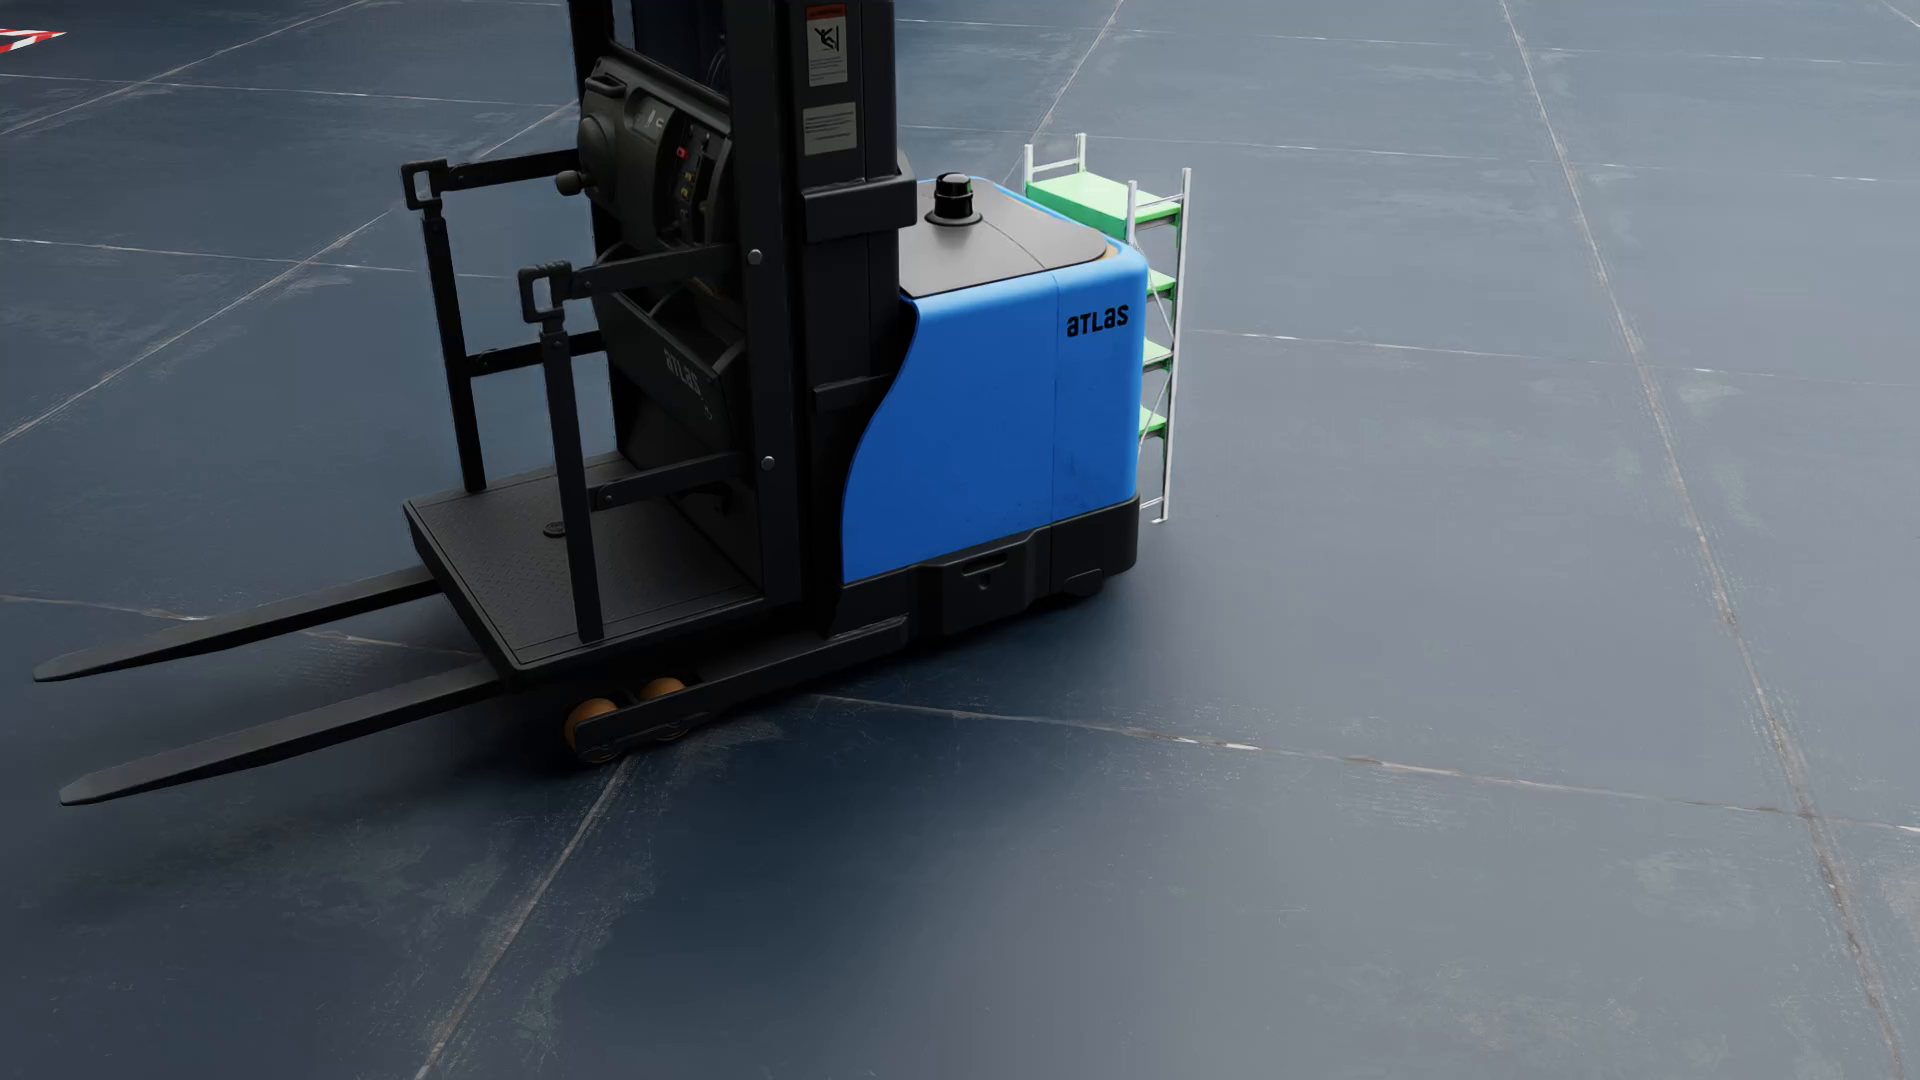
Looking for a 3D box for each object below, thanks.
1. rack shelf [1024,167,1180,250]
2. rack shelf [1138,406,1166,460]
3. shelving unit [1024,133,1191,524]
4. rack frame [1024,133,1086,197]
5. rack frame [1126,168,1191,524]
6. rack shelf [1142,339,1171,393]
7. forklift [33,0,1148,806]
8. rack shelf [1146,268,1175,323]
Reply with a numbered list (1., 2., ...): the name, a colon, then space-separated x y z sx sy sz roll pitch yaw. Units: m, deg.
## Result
1. rack shelf: 0.450 -1.021 5.218 0.258 0.148 0.480 -20 34 -32
2. rack shelf: 0.450 -0.390 5.564 0.258 0.148 0.480 -20 34 -32
3. shelving unit: 0.450 -0.656 5.418 0.258 1.200 0.503 -20 34 -32
4. rack frame: 0.305 -0.750 5.589 0.240 1.200 0.015 -20 34 -32
5. rack frame: 0.596 -0.562 5.246 0.240 1.200 0.015 -20 34 -32
6. rack shelf: 0.450 -0.600 5.448 0.258 0.148 0.480 -20 34 -32
7. forklift: -0.974 -0.987 4.219 3.031 2.935 1.130 -16 33 -27
8. rack shelf: 0.450 -0.811 5.333 0.258 0.148 0.480 -20 34 -32
